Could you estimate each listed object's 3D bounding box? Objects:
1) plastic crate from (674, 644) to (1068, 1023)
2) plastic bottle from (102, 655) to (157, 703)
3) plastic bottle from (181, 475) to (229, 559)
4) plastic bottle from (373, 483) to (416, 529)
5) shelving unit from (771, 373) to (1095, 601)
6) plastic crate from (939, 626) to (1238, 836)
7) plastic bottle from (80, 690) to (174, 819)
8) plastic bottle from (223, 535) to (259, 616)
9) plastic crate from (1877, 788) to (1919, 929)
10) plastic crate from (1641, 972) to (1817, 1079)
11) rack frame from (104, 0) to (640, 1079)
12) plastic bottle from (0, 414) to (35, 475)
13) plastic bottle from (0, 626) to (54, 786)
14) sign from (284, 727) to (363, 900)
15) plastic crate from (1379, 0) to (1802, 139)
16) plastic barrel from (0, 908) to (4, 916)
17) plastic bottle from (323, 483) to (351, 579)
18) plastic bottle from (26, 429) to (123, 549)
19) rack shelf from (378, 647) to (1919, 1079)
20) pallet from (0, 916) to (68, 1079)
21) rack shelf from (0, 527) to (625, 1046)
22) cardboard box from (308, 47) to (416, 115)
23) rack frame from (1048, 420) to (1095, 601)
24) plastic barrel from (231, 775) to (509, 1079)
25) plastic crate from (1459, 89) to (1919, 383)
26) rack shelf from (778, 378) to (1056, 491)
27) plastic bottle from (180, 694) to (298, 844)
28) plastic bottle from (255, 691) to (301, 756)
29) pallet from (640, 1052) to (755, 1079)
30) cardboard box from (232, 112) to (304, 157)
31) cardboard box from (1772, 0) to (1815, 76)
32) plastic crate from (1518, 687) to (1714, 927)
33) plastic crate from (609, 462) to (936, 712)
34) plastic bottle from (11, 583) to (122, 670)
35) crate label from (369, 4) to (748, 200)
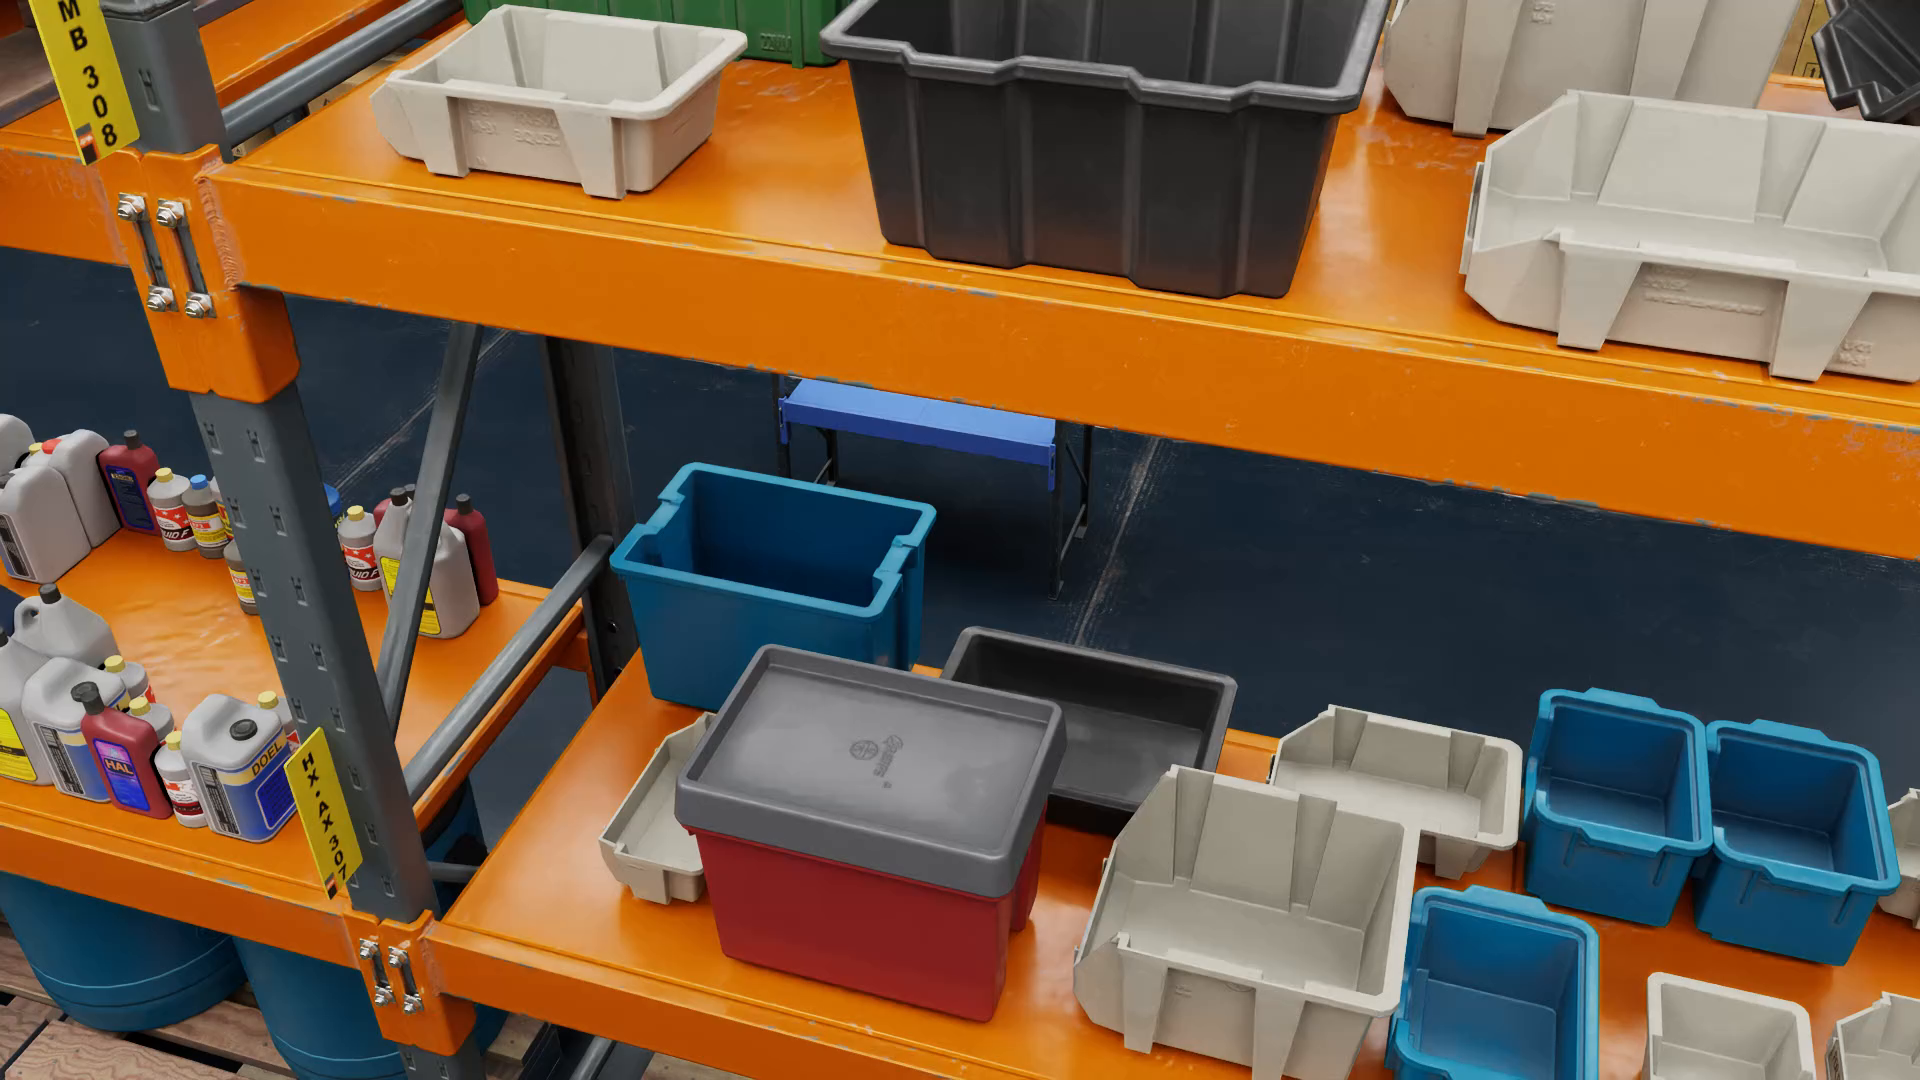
[{"bbox_3d":[-0.143,0.522,2.906,0.583,0.464,0.402,10,38,14],"label":"plastic crate"},{"bbox_3d":[-1.722,0.327,3.443,0.097,0.201,0.097,0,36,0],"label":"plastic bottle"},{"bbox_3d":[-1.794,-0.063,3.973,0.097,0.201,0.097,0,36,0],"label":"plastic bottle"},{"bbox_3d":[-1.271,-0.011,3.833,0.133,0.283,0.061,10,38,14],"label":"plastic bottle"},{"bbox_3d":[-0.081,-0.619,5.826,1.048,1.500,0.538,10,38,14],"label":"shelving unit"},{"bbox_3d":[0.228,0.404,3.351,0.590,0.125,0.437,10,38,14],"label":"plastic crate"},{"bbox_3d":[-1.628,0.417,3.251,0.133,0.283,0.061,10,38,14],"label":"plastic bottle"},{"bbox_3d":[-1.618,0.064,3.800,0.097,0.201,0.097,0,36,0],"label":"plastic bottle"},{"bbox_3d":[1.831,0.608,3.066,0.298,0.136,0.250,10,38,14],"label":"plastic crate"},{"bbox_3d":[1.231,0.883,2.692,0.250,0.136,0.298,10,38,14],"label":"plastic crate"},{"bbox_3d":[-0.921,0.272,3.350,0.127,3.000,1.000,10,38,14],"label":"rack frame"},{"bbox_3d":[-2.354,-0.180,4.069,0.135,0.276,0.152,10,38,14],"label":"plastic bottle"},{"bbox_3d":[-1.896,0.315,3.334,0.185,0.351,0.144,10,38,14],"label":"plastic bottle"},{"bbox_3d":[-1.086,0.471,2.845,0.005,0.325,0.100,10,38,14],"label":"sign"},{"bbox_3d":[0.874,-0.748,2.305,0.530,0.282,0.437,10,38,14],"label":"plastic crate"},{"bbox_3d":[-2.623,0.724,4.481,0.421,0.512,0.421,0,36,0],"label":"plastic barrel"},{"bbox_3d":[-1.479,-0.033,3.873,0.097,0.271,0.097,0,36,0],"label":"plastic bottle"},{"bbox_3d":[-2.133,-0.139,4.013,0.135,0.276,0.152,10,38,14],"label":"plastic bottle"},{"bbox_3d":[0.988,0.915,3.083,4.000,0.370,1.077,10,38,14],"label":"rack shelf"},{"bbox_3d":[-2.813,1.021,4.685,1.213,0.211,1.003,10,38,14],"label":"pallet"},{"bbox_3d":[-2.830,0.208,4.043,4.000,0.370,1.077,10,38,14],"label":"rack shelf"},{"bbox_3d":[-2.909,-2.165,8.399,0.500,0.500,0.500,12,38,16],"label":"cardboard box"},{"bbox_3d":[0.404,-0.529,5.704,0.032,1.500,0.500,10,38,14],"label":"rack frame"},{"bbox_3d":[-1.435,0.842,3.991,0.708,0.901,0.600,10,38,14],"label":"plastic barrel"},{"bbox_3d":[0.851,-0.348,1.884,0.530,0.136,0.437,10,38,14],"label":"plastic crate"},{"bbox_3d":[-0.081,-0.474,5.933,1.000,0.185,0.538,10,38,14],"label":"rack shelf"},{"bbox_3d":[-1.393,0.435,3.233,0.135,0.276,0.152,10,38,14],"label":"plastic bottle"},{"bbox_3d":[-1.374,0.391,3.355,0.097,0.201,0.097,0,36,0],"label":"plastic bottle"},{"bbox_3d":[-0.207,1.503,4.030,1.213,0.211,1.003,10,38,14],"label":"pallet"},{"bbox_3d":[-3.833,-2.254,8.747,0.500,0.250,0.500,11,38,15],"label":"cardboard box"},{"bbox_3d":[2.899,-1.969,6.311,0.500,0.500,0.500,11,38,14],"label":"cardboard box"},{"bbox_3d":[1.217,0.507,3.122,0.300,0.233,0.416,10,38,14],"label":"plastic crate"},{"bbox_3d":[-0.373,0.144,3.487,0.575,0.384,0.392,10,38,14],"label":"plastic crate"},{"bbox_3d":[-1.853,0.233,3.445,0.185,0.351,0.144,10,38,14],"label":"plastic bottle"},{"bbox_3d":[-0.540,-0.580,2.199,0.466,0.136,0.293,10,38,14],"label":"crate label"}]
